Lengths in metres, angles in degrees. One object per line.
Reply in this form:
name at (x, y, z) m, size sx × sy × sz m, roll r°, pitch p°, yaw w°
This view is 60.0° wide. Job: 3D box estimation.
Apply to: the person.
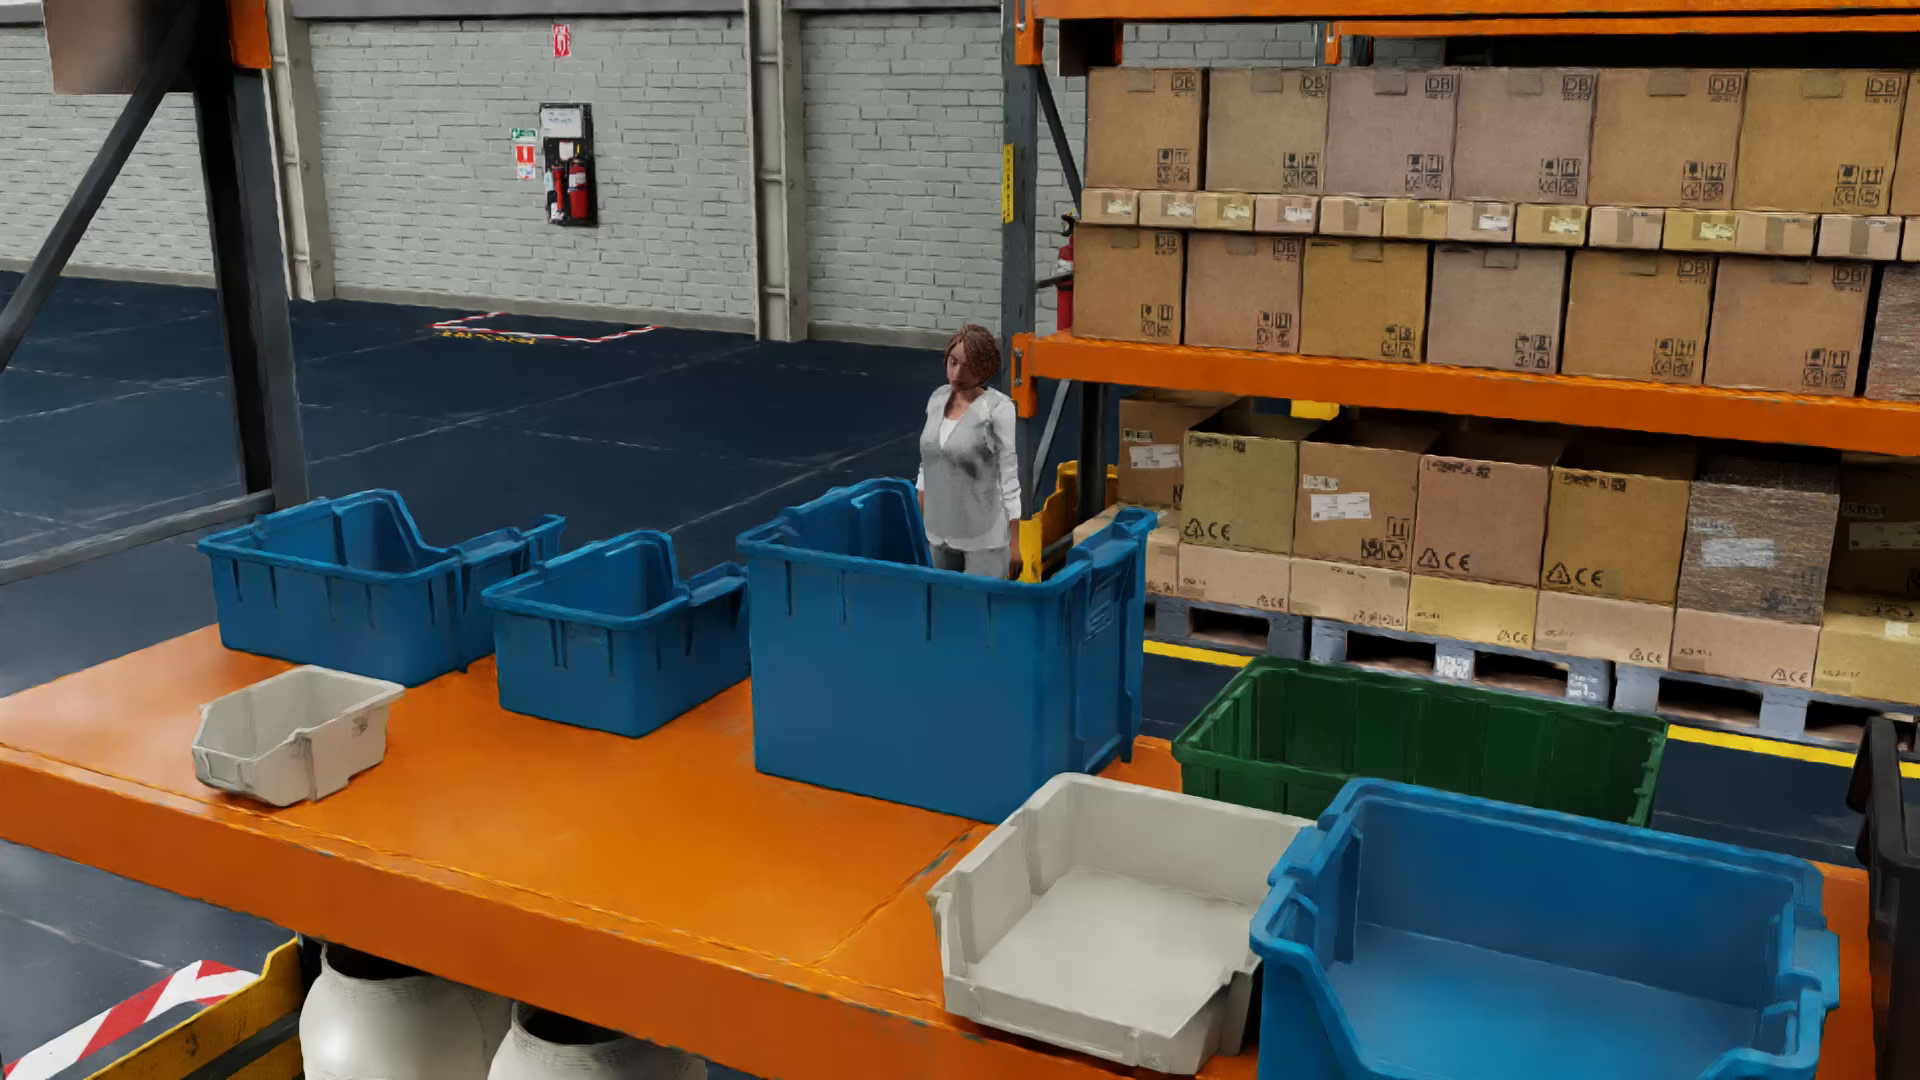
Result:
person at (-0.002, -0.026, 6.145) m, size 0.448 × 1.590 × 0.592 m, roll -14°, pitch 21°, yaw -41°
